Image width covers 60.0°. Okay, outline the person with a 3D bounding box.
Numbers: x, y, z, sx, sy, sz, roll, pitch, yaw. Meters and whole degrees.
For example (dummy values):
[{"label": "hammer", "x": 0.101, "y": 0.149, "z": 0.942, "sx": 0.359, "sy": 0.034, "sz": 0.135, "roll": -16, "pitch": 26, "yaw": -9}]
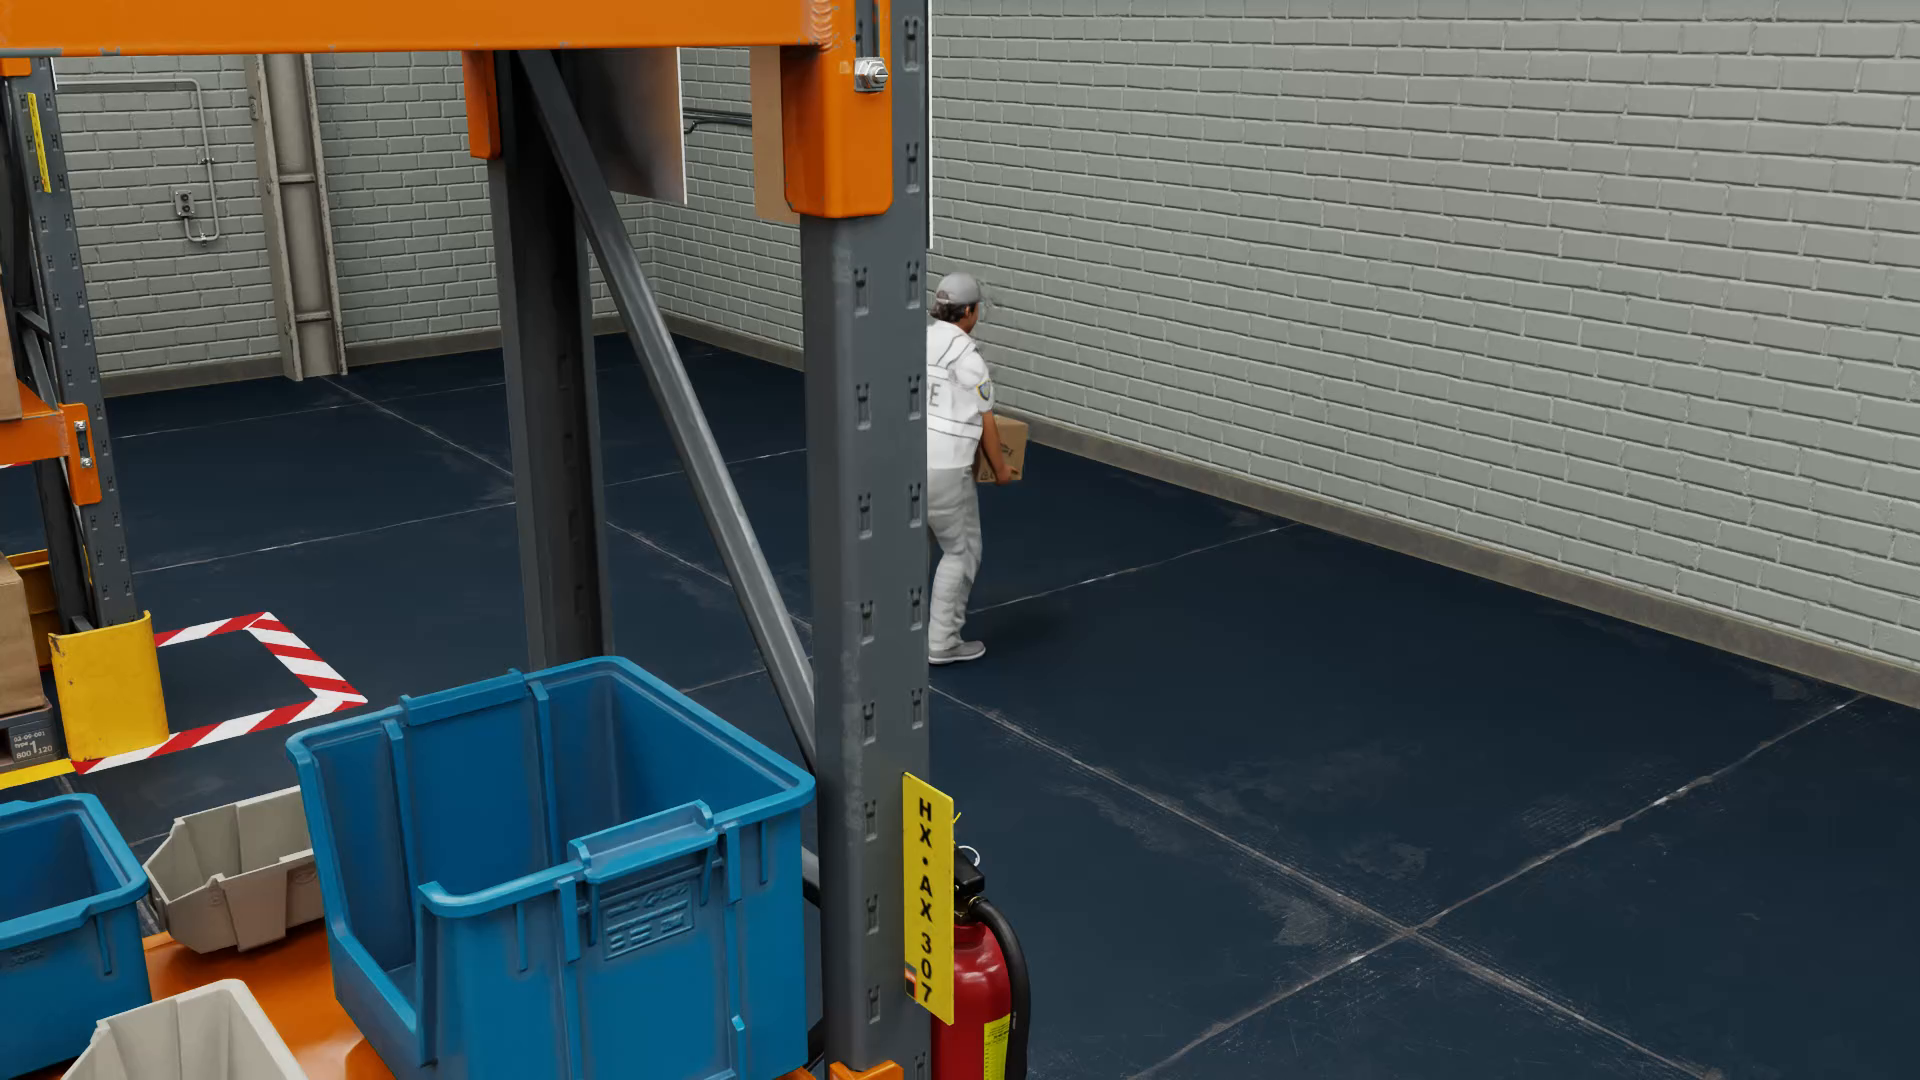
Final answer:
[{"label": "person", "x": -0.062, "y": -0.310, "z": 7.071, "sx": 0.581, "sy": 1.639, "sz": 0.452, "roll": -14, "pitch": 23, "yaw": -37}]
